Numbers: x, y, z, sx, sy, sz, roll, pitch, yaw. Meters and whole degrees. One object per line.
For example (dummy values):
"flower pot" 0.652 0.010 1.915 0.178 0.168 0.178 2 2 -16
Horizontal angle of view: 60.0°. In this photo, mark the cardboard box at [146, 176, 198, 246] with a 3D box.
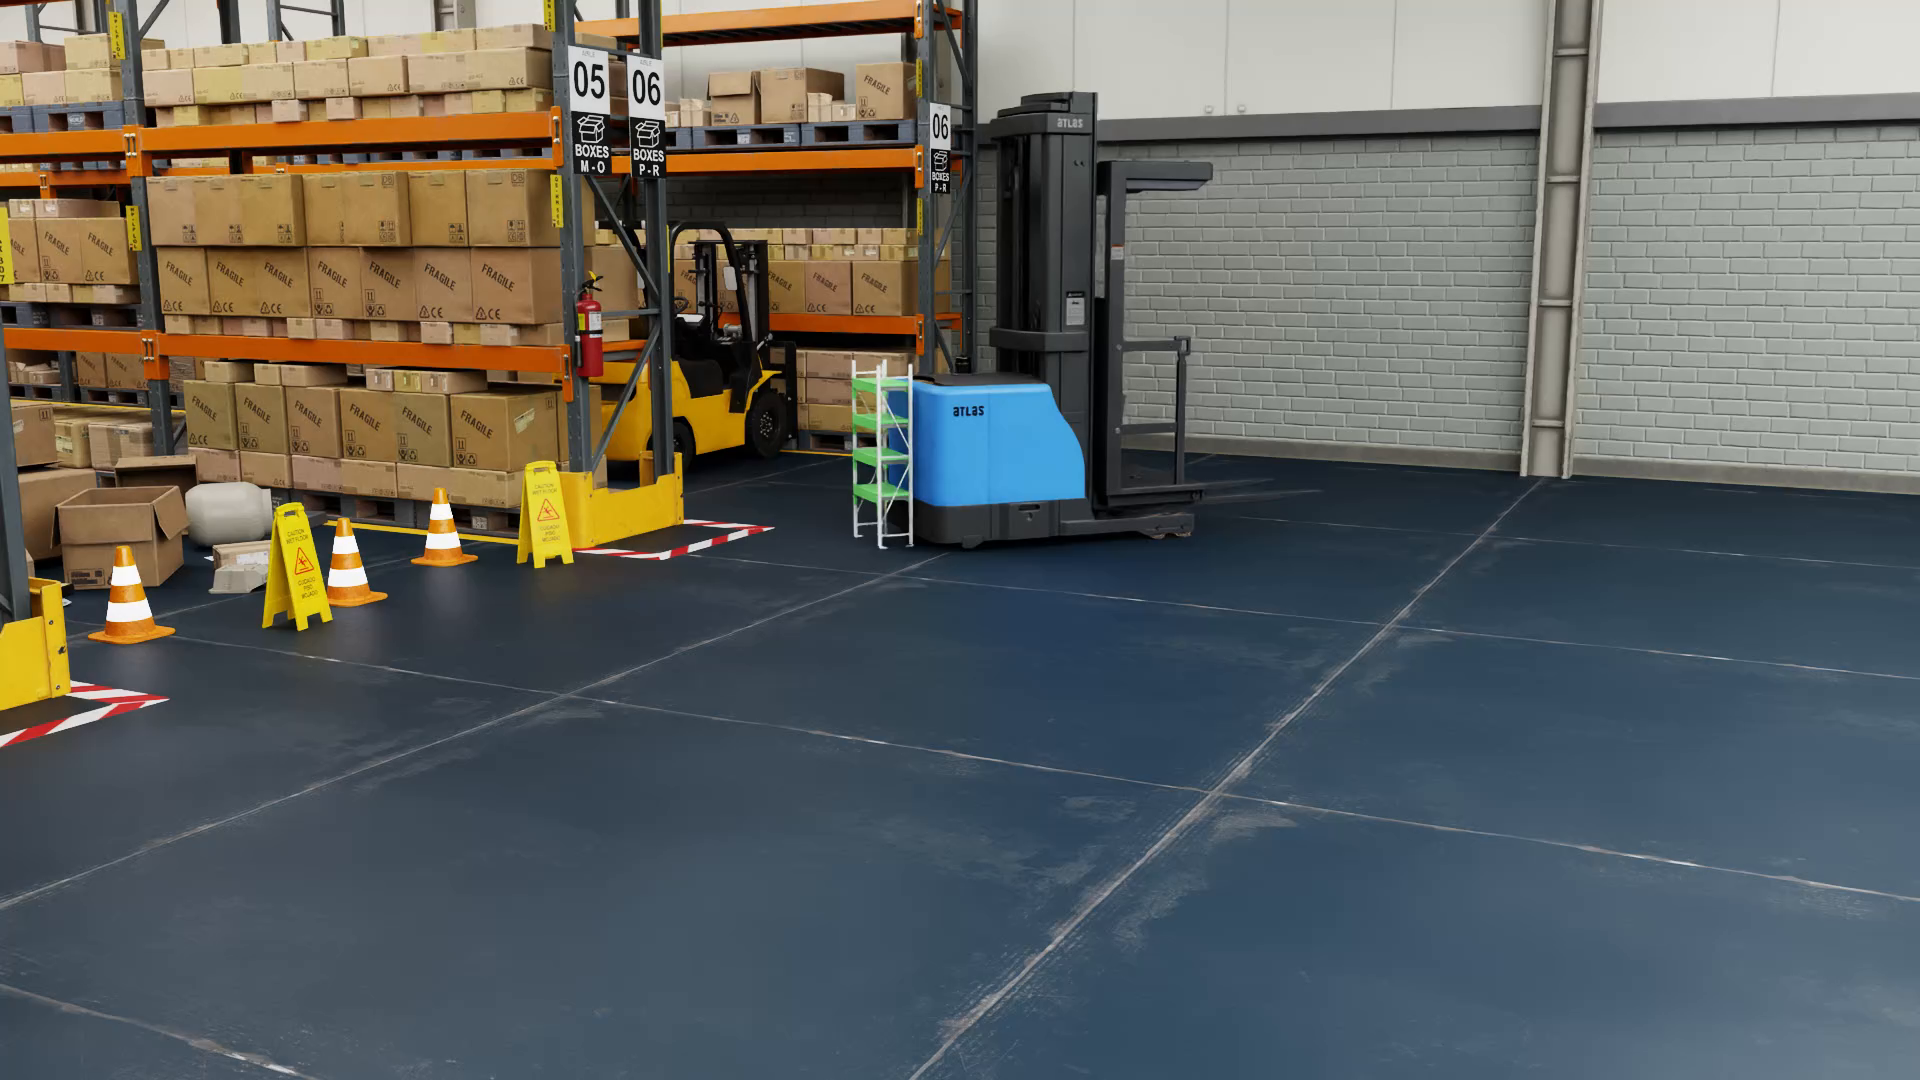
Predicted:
"cardboard box" -5.588 -2.450 12.423 0.500 0.500 0.700 5 11 25

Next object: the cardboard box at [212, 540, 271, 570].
"cardboard box" -4.368 0.105 10.230 0.380 0.149 0.250 -7 12 -33

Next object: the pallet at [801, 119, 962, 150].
"pallet" -0.729 -3.802 15.642 1.213 0.211 1.003 5 11 26

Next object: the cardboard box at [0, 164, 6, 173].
"cardboard box" -11.776 -4.631 20.680 0.250 0.149 0.380 5 12 28

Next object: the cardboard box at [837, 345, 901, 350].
"cardboard box" -0.903 -1.762 16.279 0.500 0.250 0.500 5 11 26

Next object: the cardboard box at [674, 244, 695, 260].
"cardboard box" -2.622 -2.838 16.386 0.250 0.149 0.380 5 11 25

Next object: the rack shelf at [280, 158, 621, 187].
"rack shelf" -5.487 -3.905 17.979 4.000 0.370 1.077 5 11 26

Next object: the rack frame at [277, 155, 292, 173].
"rack frame" -7.281 -2.940 19.053 0.127 3.000 1.000 5 11 26

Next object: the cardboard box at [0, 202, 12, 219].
"cardboard box" -7.882 -2.785 14.078 0.250 0.149 0.380 4 11 23

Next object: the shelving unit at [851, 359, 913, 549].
"shelving unit" -0.518 -0.580 11.066 0.258 1.200 0.503 -4 11 -22

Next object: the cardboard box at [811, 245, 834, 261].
"cardboard box" -1.206 -2.728 15.777 0.250 0.149 0.380 5 11 25

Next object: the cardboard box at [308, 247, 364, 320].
"cardboard box" -4.248 -1.834 11.826 0.500 0.500 0.500 5 11 26

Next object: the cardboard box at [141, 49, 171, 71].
"cardboard box" -5.748 -3.500 12.189 0.250 0.149 0.380 5 11 25

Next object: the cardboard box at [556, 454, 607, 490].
"cardboard box" -2.900 -0.478 11.991 0.500 0.250 0.500 5 11 25

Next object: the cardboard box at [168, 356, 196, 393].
"cardboard box" -9.144 -2.036 19.895 0.500 0.500 0.500 5 11 24

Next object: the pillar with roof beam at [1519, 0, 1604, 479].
"pillar with roof beam" 3.144 -4.300 9.723 0.400 9.000 9.100 5 11 26

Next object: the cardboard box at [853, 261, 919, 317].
"cardboard box" -0.664 -2.356 15.544 0.500 0.500 0.500 5 11 25

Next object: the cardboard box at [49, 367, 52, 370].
"cardboard box" -11.745 -2.183 21.696 0.250 0.149 0.380 5 11 25

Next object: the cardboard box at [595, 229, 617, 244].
"cardboard box" -3.539 -3.067 16.818 0.250 0.149 0.380 5 12 27

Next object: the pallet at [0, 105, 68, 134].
"pallet" -7.324 -3.362 13.491 1.003 0.211 1.213 5 11 26

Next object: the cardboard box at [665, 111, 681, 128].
"cardboard box" -2.736 -4.089 16.223 0.250 0.149 0.380 5 12 28

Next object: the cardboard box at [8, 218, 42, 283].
"cardboard box" -7.308 -2.314 13.300 0.500 0.500 0.500 5 12 28

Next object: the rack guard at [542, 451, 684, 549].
"rack guard" -2.367 -0.293 11.444 0.348 0.500 1.175 5 11 26

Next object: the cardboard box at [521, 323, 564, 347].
"cardboard box" -2.729 -1.388 11.185 0.250 0.149 0.380 5 12 28

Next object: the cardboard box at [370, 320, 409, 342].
"cardboard box" -3.907 -1.478 11.680 0.250 0.149 0.380 5 11 25

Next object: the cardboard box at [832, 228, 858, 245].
"cardboard box" -1.002 -2.850 15.617 0.250 0.149 0.380 5 12 27

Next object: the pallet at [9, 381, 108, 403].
"pallet" -11.483 -1.937 21.343 1.213 0.211 1.003 5 11 26

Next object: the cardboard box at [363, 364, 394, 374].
"cardboard box" -6.138 -1.877 18.666 0.625 0.625 0.875 5 12 28

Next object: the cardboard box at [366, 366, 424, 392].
"cardboard box" -3.952 -1.140 11.719 0.250 0.149 0.380 6 12 28

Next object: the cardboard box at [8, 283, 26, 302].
"cardboard box" -7.379 -1.994 13.352 0.250 0.149 0.380 5 11 26

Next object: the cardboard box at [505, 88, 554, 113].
"cardboard box" -2.743 -2.853 10.852 0.250 0.149 0.380 5 11 26

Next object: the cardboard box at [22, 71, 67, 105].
"cardboard box" -6.926 -3.504 12.990 0.500 0.250 0.500 5 11 27

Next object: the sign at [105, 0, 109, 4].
"sign" -10.627 -6.834 20.656 0.005 0.325 0.100 5 11 26

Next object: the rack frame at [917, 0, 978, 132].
"rack frame" -0.106 -5.262 15.036 0.127 3.000 1.000 5 11 26

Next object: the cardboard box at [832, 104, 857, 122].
"cardboard box" -0.984 -3.935 15.372 0.250 0.149 0.380 5 11 24

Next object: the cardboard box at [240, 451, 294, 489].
"cardboard box" -4.993 -0.556 12.420 0.500 0.250 0.500 6 12 29

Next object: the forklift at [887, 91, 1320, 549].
"forklift" 1.057 -1.530 11.452 3.031 2.935 1.130 -4 11 -22

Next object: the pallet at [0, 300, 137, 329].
"pallet" -7.680 -1.903 13.863 1.213 0.211 1.003 5 11 26

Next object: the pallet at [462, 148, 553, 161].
"pallet" -4.490 -4.074 17.434 1.217 0.209 0.805 5 11 24

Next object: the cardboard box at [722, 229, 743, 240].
"cardboard box" -2.117 -2.962 16.234 0.250 0.149 0.380 5 11 26

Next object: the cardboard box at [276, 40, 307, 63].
"cardboard box" -4.556 -3.406 11.670 0.250 0.149 0.380 5 11 25

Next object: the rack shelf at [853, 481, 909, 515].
"rack shelf" -0.518 -0.281 11.120 0.258 0.148 0.480 -4 11 -22

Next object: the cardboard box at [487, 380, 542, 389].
"cardboard box" -3.393 -0.889 12.158 0.500 0.500 0.500 5 11 24

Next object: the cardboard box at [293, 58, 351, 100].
"cardboard box" -4.249 -3.182 11.553 0.500 0.250 0.500 5 11 26

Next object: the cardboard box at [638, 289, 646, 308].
"cardboard box" -2.937 -2.559 16.667 0.500 0.500 0.500 5 12 27

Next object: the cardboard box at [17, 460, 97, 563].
"cardboard box" -5.837 -0.162 10.329 0.503 0.637 0.797 5 11 26

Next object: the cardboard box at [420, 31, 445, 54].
"cardboard box" -3.389 -3.313 11.156 0.250 0.149 0.380 5 11 26

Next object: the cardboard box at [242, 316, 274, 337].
"cardboard box" -5.038 -1.580 12.241 0.250 0.149 0.380 5 12 28

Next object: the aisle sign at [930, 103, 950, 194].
"aisle sign" -0.177 -3.537 15.051 0.004 0.787 0.394 5 11 26

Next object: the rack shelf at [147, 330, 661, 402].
"rack shelf" -4.093 -1.320 12.123 4.000 0.370 1.077 5 11 26

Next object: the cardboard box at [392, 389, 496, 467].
"cardboard box" -3.603 -0.801 11.672 0.500 0.500 0.500 6 12 28

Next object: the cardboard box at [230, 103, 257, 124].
"cardboard box" -5.027 -3.063 12.015 0.250 0.149 0.380 5 12 28

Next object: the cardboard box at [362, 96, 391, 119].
"cardboard box" -3.879 -2.958 11.434 0.250 0.149 0.380 5 11 24

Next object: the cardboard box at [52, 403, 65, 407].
"cardboard box" -8.306 -0.958 14.299 0.625 0.372 0.950 5 11 25

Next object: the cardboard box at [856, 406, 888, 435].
"cardboard box" -0.668 -1.150 15.703 0.500 0.250 0.500 5 11 26

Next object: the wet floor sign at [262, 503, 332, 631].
"wet floor sign" -3.497 0.126 8.720 0.232 0.644 0.267 3 11 16

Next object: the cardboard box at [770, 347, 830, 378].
"cardboard box" -1.575 -1.719 16.042 0.500 0.250 0.500 5 11 27

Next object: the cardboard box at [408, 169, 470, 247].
"cardboard box" -3.305 -2.251 11.321 0.500 0.500 0.700 5 11 26

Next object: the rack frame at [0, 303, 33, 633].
"rack frame" -4.399 -0.718 6.776 0.127 3.000 1.000 5 11 26

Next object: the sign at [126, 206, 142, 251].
"sign" -6.129 -2.313 12.335 0.005 0.325 0.100 5 11 26
